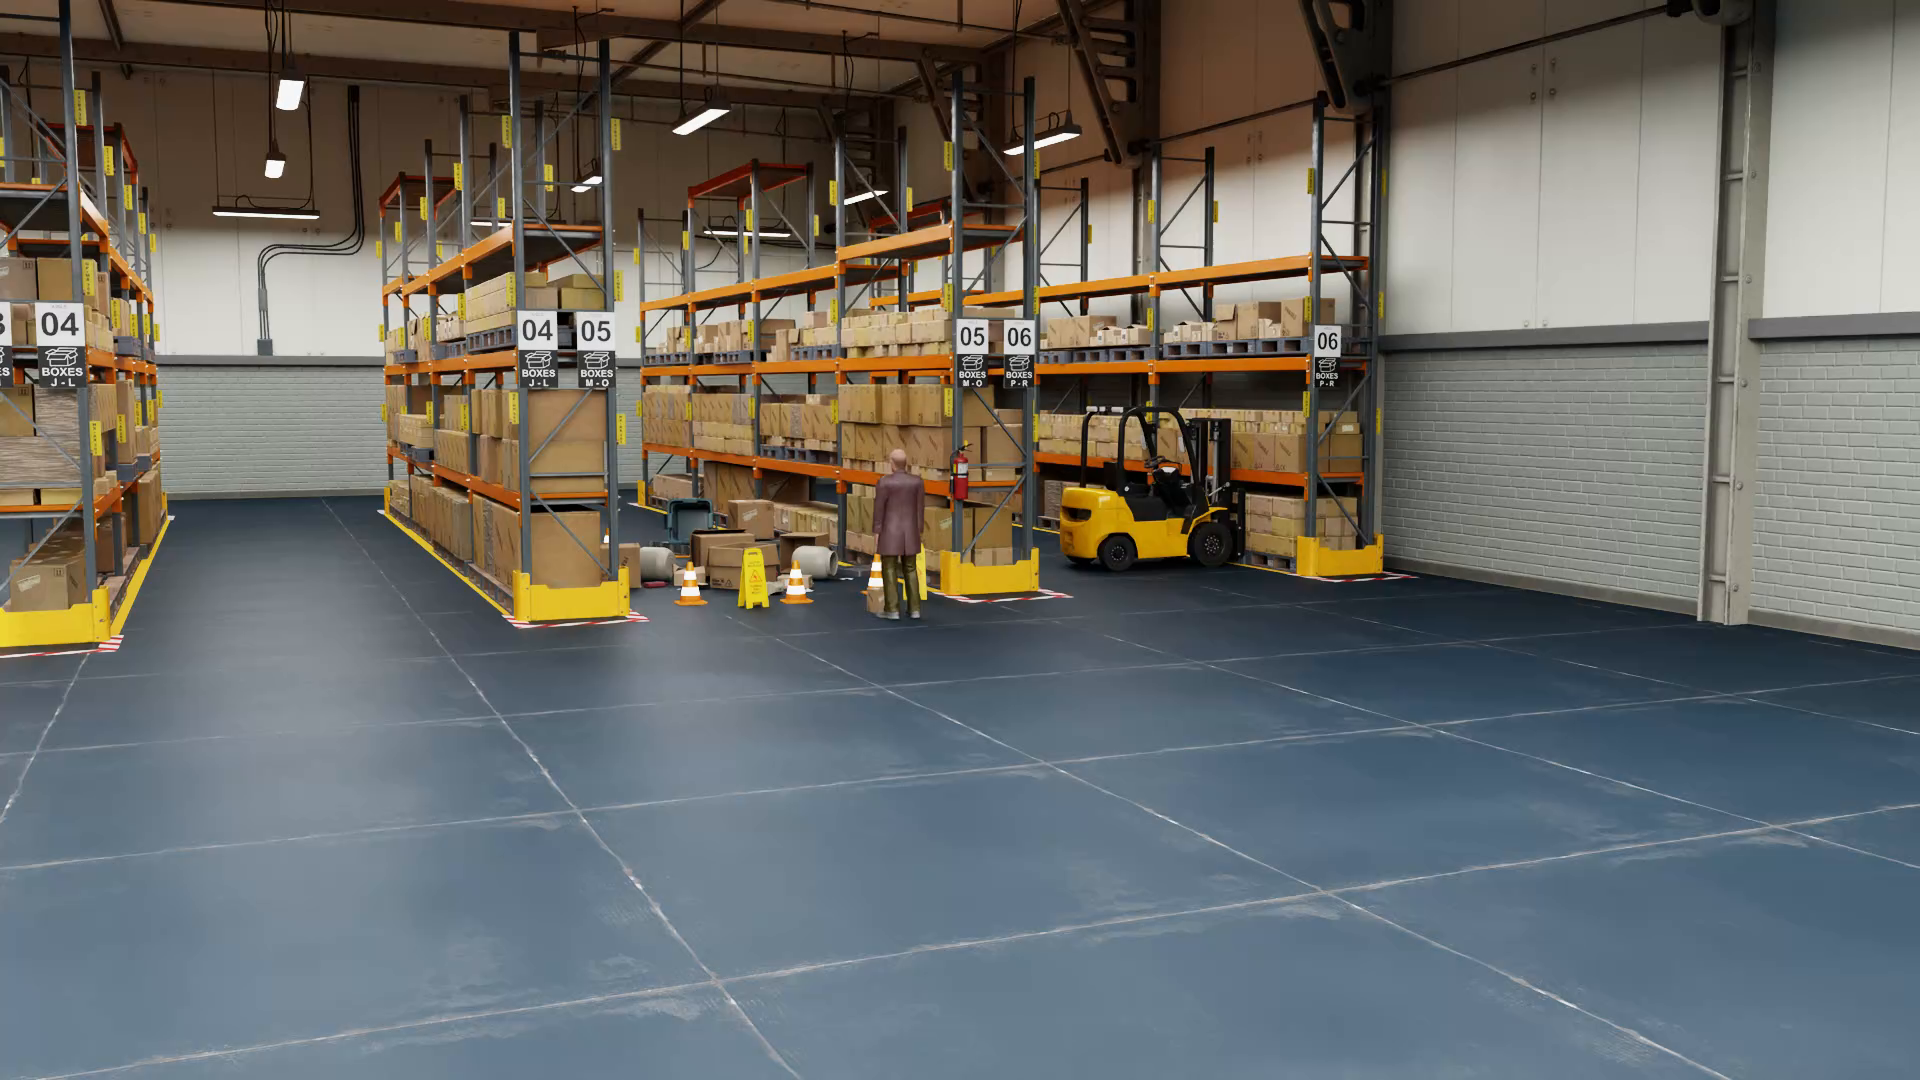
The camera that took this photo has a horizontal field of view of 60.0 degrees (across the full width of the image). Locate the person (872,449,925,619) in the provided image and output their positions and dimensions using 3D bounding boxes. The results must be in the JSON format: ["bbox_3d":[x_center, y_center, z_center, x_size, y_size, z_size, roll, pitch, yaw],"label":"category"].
[{"bbox_3d":[-0.655,-0.065,17.413,0.565,1.776,0.377,-2,6,-22],"label":"person"}]
